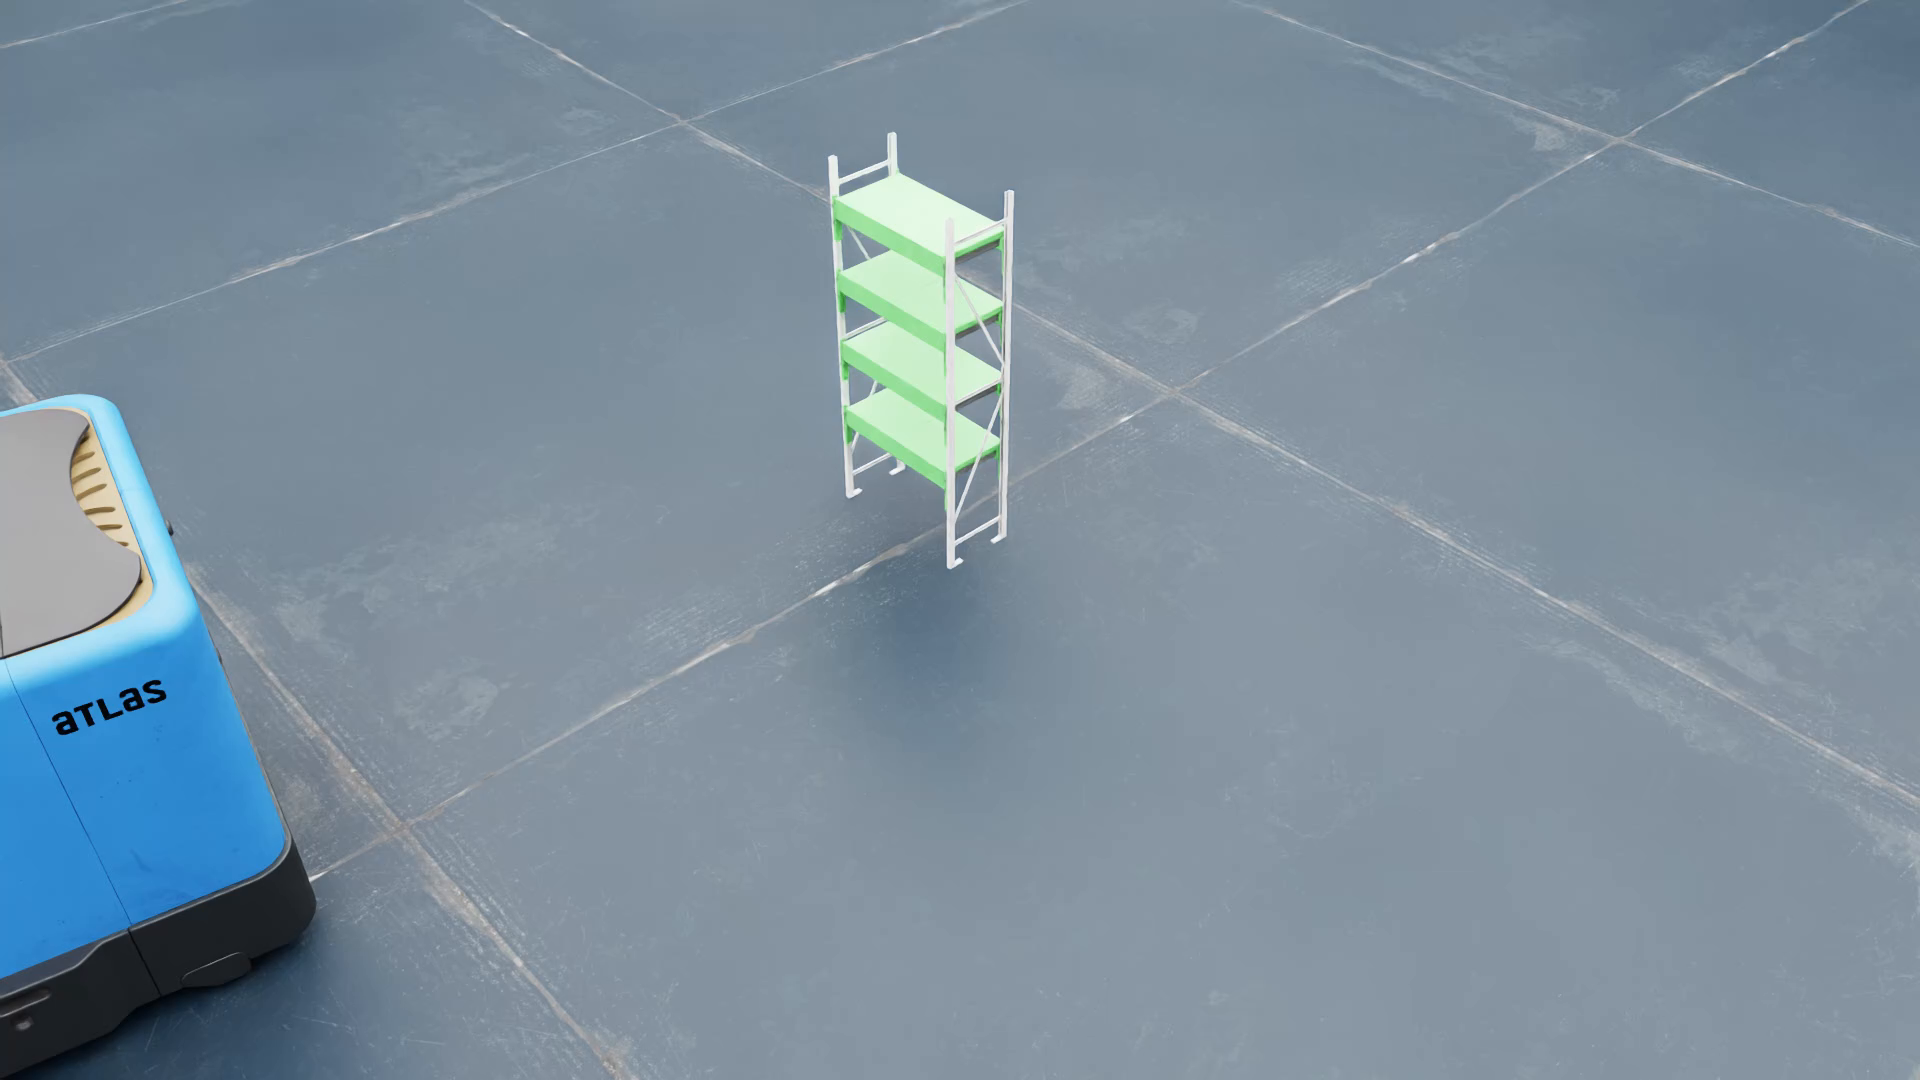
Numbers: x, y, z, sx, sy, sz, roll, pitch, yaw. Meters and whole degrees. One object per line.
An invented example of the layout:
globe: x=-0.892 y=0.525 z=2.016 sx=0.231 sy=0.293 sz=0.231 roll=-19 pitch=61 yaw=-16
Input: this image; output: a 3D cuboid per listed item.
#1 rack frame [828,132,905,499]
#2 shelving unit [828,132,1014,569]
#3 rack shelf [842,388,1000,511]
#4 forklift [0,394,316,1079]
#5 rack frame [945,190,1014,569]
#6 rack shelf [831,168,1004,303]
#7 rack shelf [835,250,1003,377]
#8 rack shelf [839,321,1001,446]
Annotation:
rack frame: x=-0.277 y=-0.656 z=5.108 sx=0.240 sy=1.200 sz=0.015 roll=-30 pitch=48 yaw=-32
shelving unit: x=-0.112 y=-0.543 z=4.968 sx=0.258 sy=1.200 sz=0.503 roll=-30 pitch=48 yaw=-32
rack shelf: x=-0.112 y=-0.307 z=5.159 sx=0.258 sy=0.148 sz=0.480 roll=-30 pitch=48 yaw=-32
forklift: x=-3.080 y=0.067 z=2.834 sx=3.031 sy=2.935 sz=1.130 roll=-21 pitch=44 yaw=-24
rack frame: x=0.053 y=-0.430 z=4.828 sx=0.240 sy=1.200 sz=0.015 roll=-30 pitch=48 yaw=-32
rack shelf: x=-0.112 y=-0.867 z=4.706 sx=0.258 sy=0.148 sz=0.480 roll=-30 pitch=48 yaw=-32
rack shelf: x=-0.112 y=-0.680 z=4.857 sx=0.258 sy=0.148 sz=0.480 roll=-30 pitch=48 yaw=-32
rack shelf: x=-0.112 y=-0.494 z=5.008 sx=0.258 sy=0.148 sz=0.480 roll=-30 pitch=48 yaw=-32
